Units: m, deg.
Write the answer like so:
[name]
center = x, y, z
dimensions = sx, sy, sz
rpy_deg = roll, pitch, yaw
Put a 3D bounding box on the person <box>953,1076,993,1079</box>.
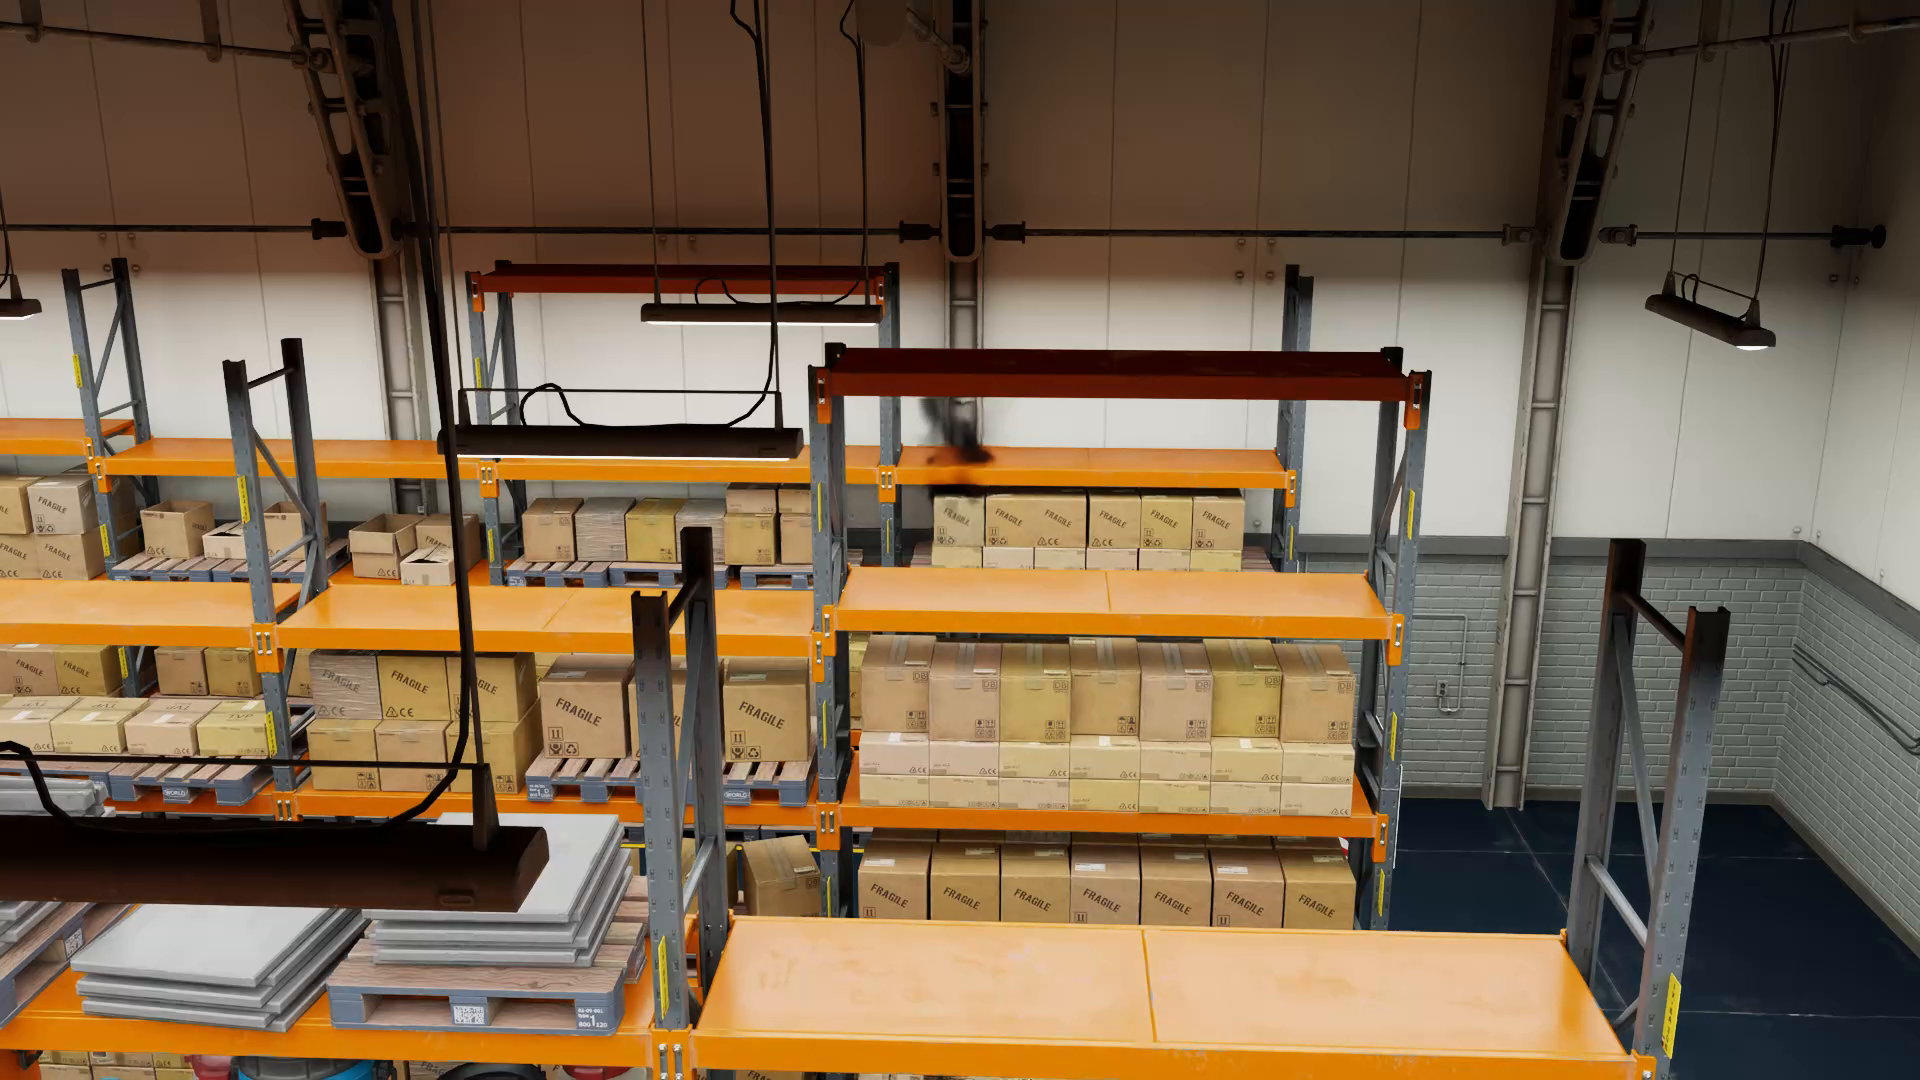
[person]
center = 0.071, 4.178, 11.008
dimensions = 0.972, 1.745, 0.710
rpy_deg = -1, 16, -2
